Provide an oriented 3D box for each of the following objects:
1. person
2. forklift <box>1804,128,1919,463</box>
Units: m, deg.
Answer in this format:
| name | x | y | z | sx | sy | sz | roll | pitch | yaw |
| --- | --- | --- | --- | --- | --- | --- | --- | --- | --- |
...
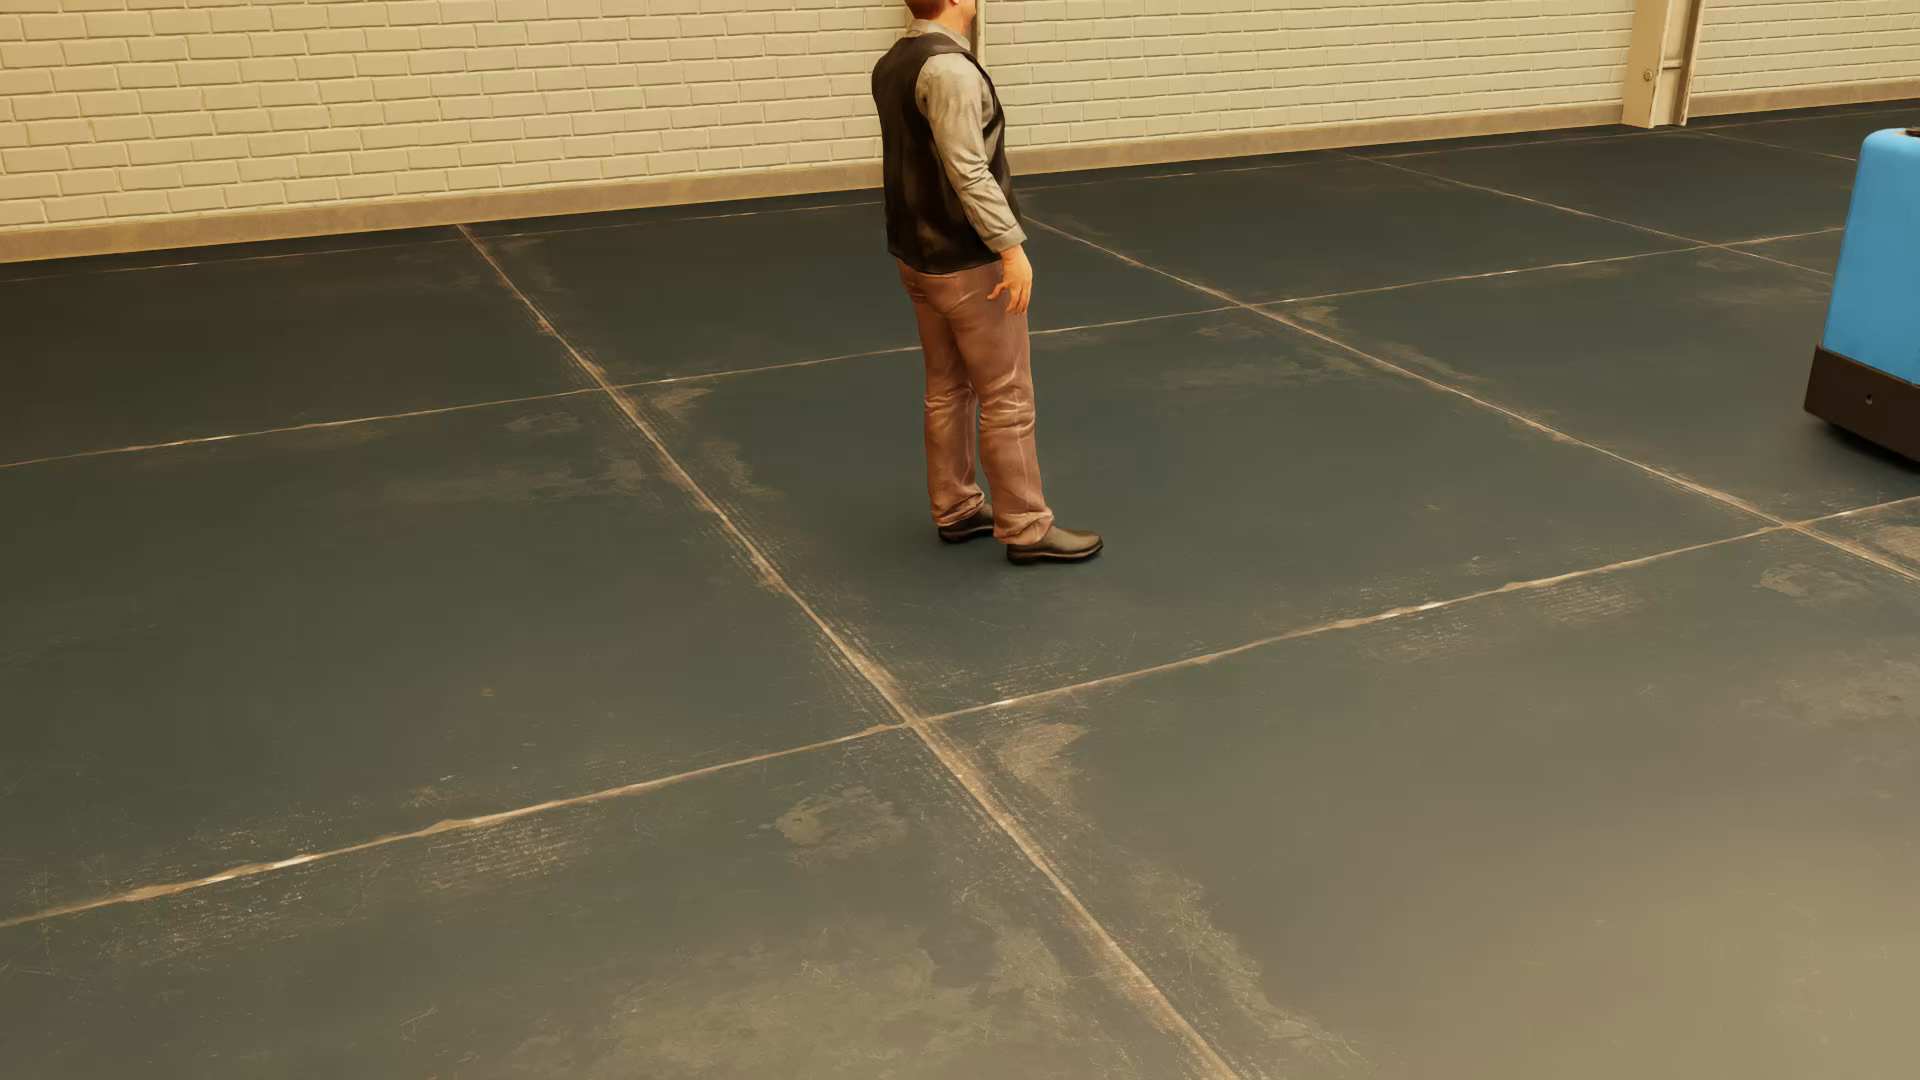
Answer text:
| name | x | y | z | sx | sy | sz | roll | pitch | yaw |
| --- | --- | --- | --- | --- | --- | --- | --- | --- | --- |
| person | 0.059 | -0.809 | 4.791 | 0.568 | 1.720 | 0.632 | -10 | 25 | -23 |
| forklift | 4.648 | -1.710 | 5.403 | 3.031 | 2.935 | 1.130 | -5 | 23 | -11 |
